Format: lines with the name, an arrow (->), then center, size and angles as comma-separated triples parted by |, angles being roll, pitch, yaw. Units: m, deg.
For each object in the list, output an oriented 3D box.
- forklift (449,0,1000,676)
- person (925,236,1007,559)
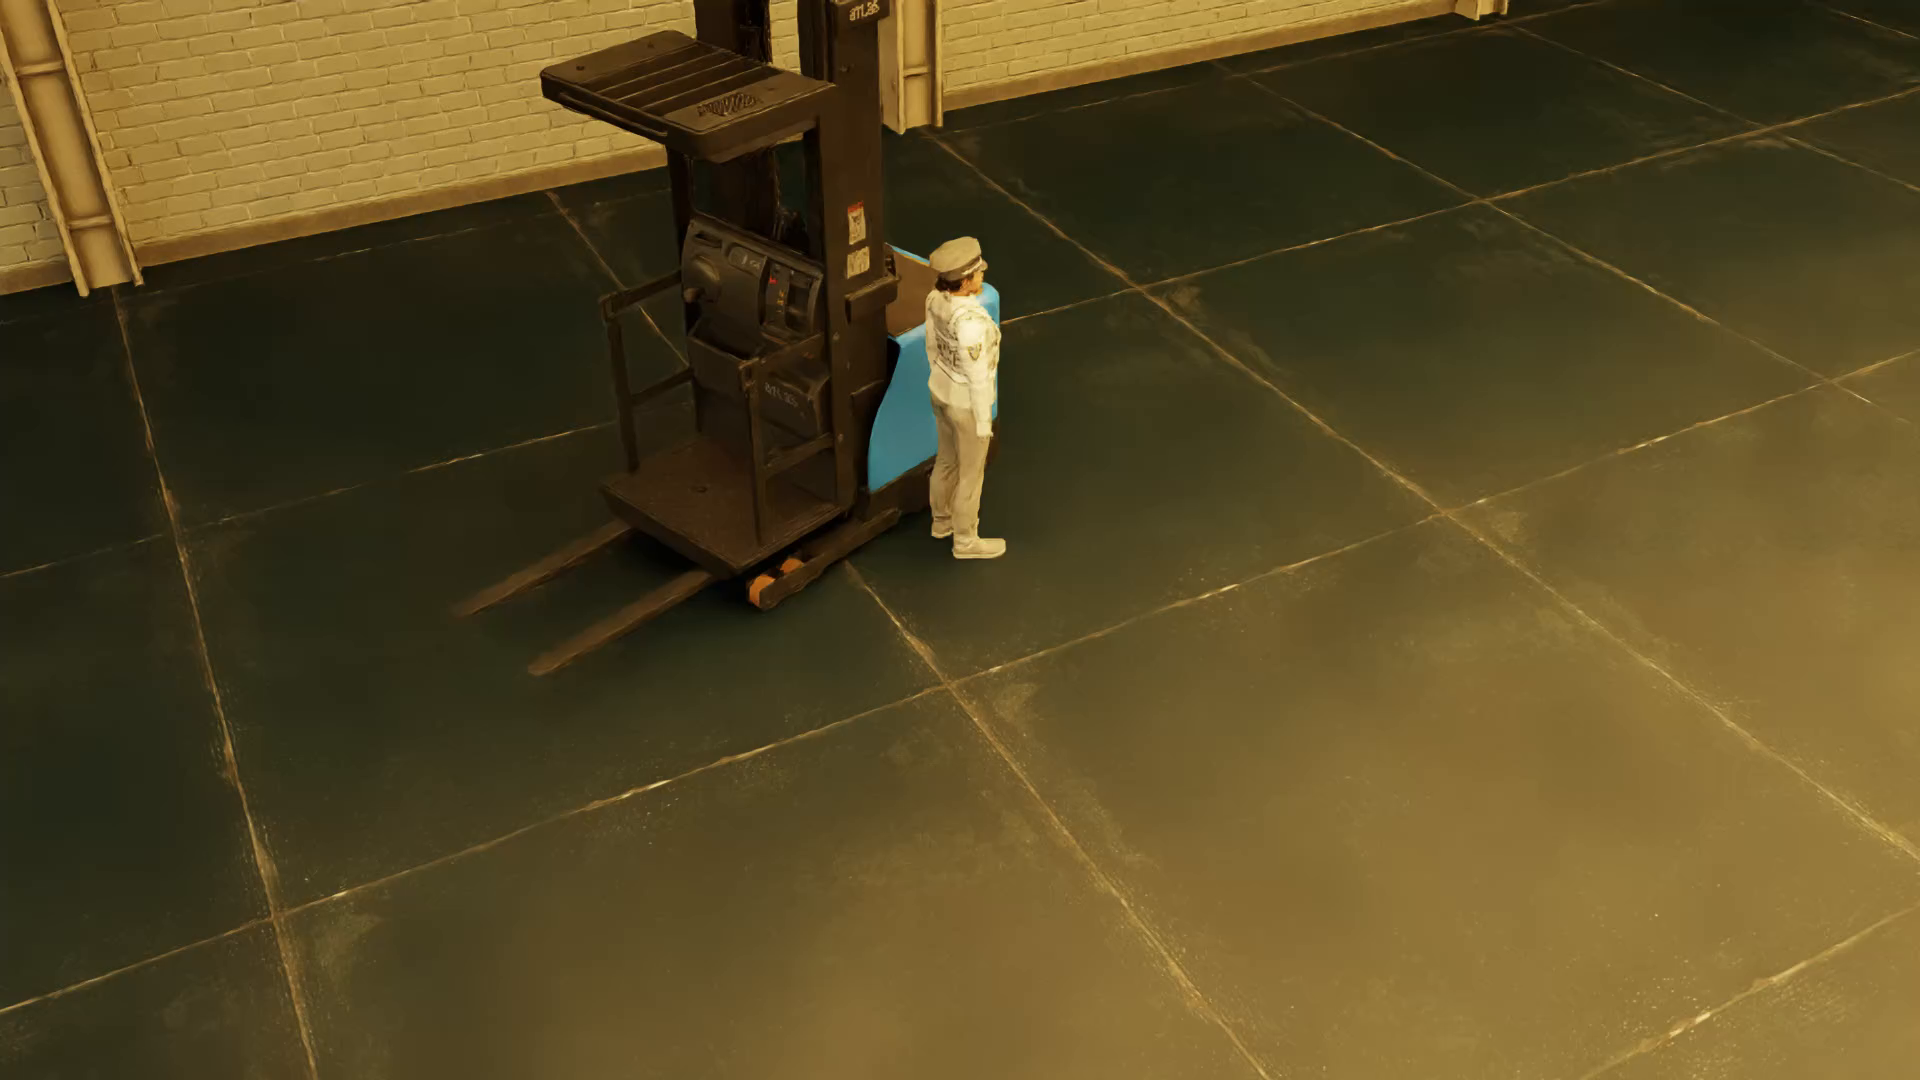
forklift -> -1.137, -1.187, 7.803 | 1.130, 2.935, 3.031 | 27, 44, 33
person -> 0.020, -0.695, 8.185 | 0.336, 1.691, 0.472 | -17, 39, -23
